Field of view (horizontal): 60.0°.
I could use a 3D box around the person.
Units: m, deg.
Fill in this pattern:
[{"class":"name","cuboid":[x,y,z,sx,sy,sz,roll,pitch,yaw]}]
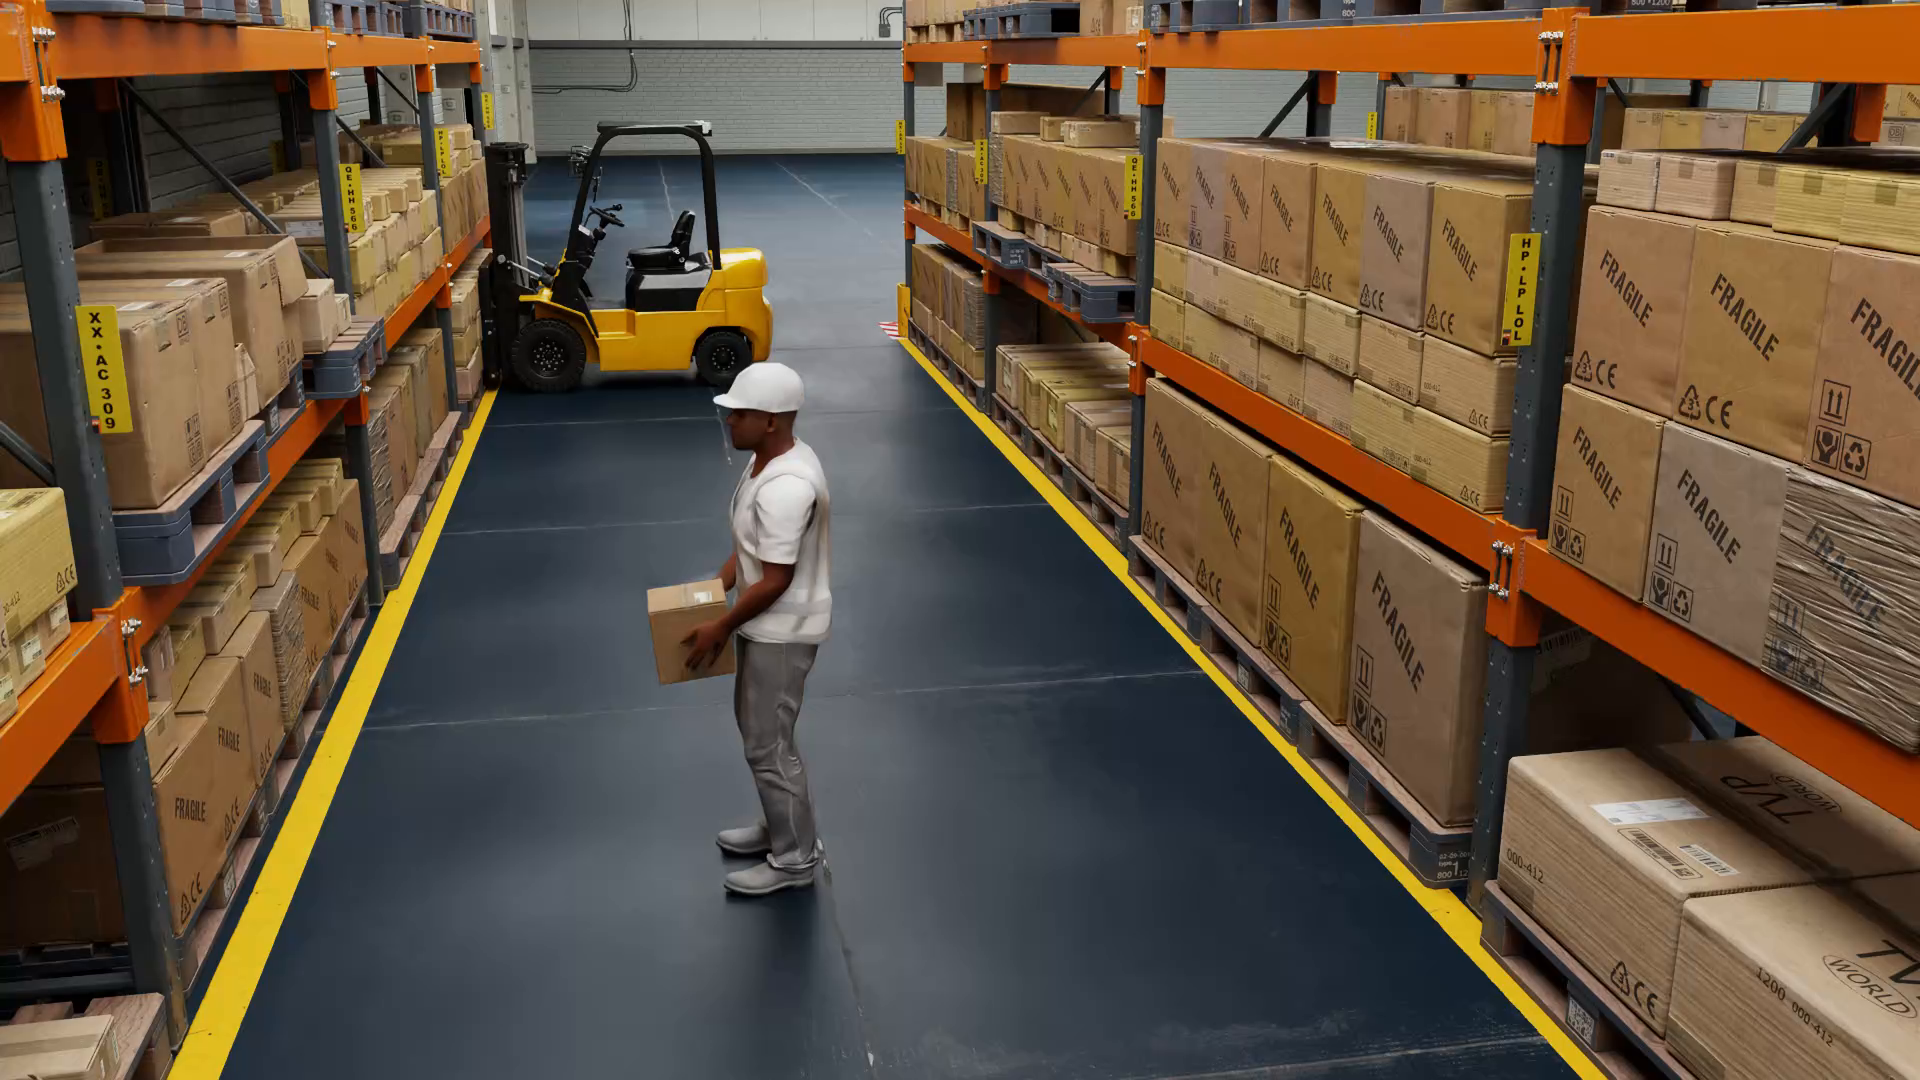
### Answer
[{"class":"person","cuboid":[-0.673,0.294,5.483,0.509,1.768,0.562,-3,17,-11]}]
